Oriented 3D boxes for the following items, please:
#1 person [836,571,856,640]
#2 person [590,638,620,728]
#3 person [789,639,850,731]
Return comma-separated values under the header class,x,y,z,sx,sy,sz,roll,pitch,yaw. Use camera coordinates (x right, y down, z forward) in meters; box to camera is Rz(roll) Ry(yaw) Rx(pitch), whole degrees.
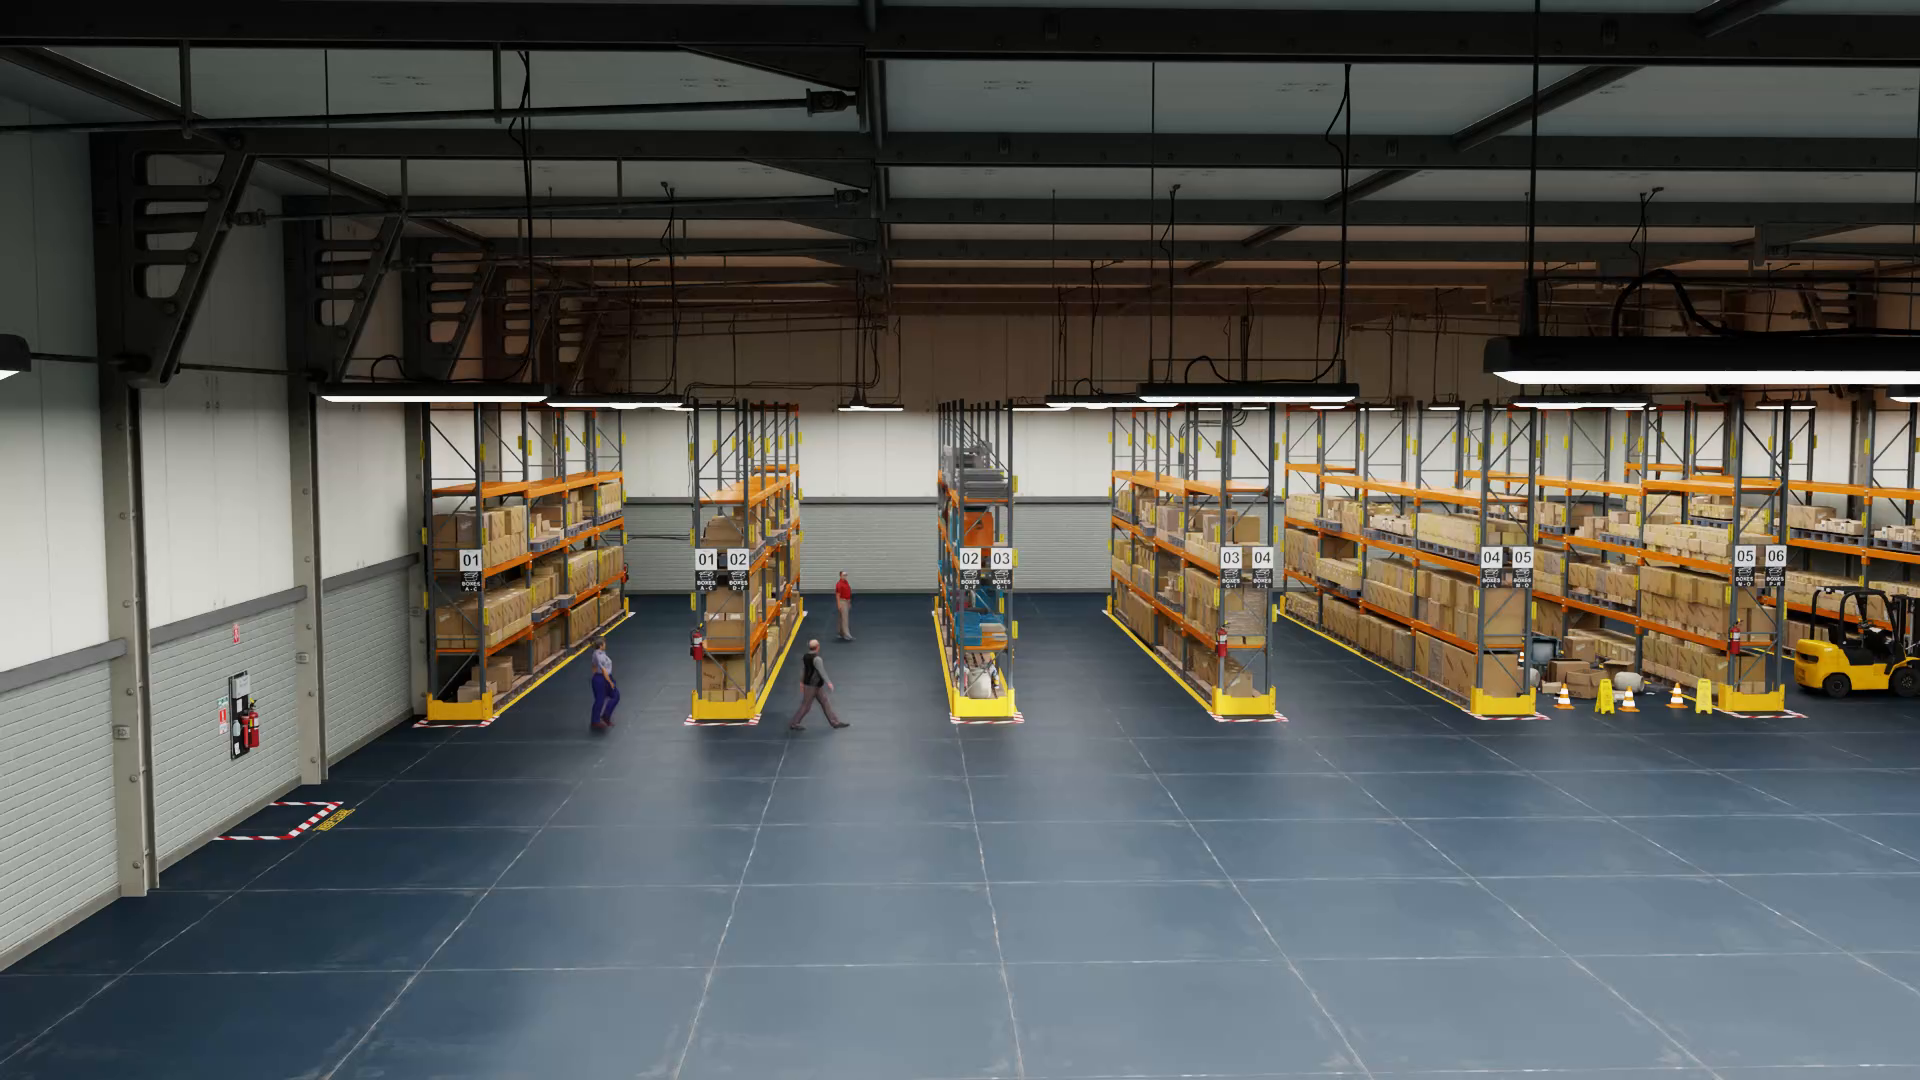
class,x,y,z,sx,sy,sz,roll,pitch,yaw
person,-2.870,1.654,42.327,0.562,1.729,0.571,1,4,11
person,-6.484,2.611,30.251,0.502,1.673,0.495,1,4,7
person,-2.538,2.601,29.824,1.077,1.649,0.481,1,4,8
